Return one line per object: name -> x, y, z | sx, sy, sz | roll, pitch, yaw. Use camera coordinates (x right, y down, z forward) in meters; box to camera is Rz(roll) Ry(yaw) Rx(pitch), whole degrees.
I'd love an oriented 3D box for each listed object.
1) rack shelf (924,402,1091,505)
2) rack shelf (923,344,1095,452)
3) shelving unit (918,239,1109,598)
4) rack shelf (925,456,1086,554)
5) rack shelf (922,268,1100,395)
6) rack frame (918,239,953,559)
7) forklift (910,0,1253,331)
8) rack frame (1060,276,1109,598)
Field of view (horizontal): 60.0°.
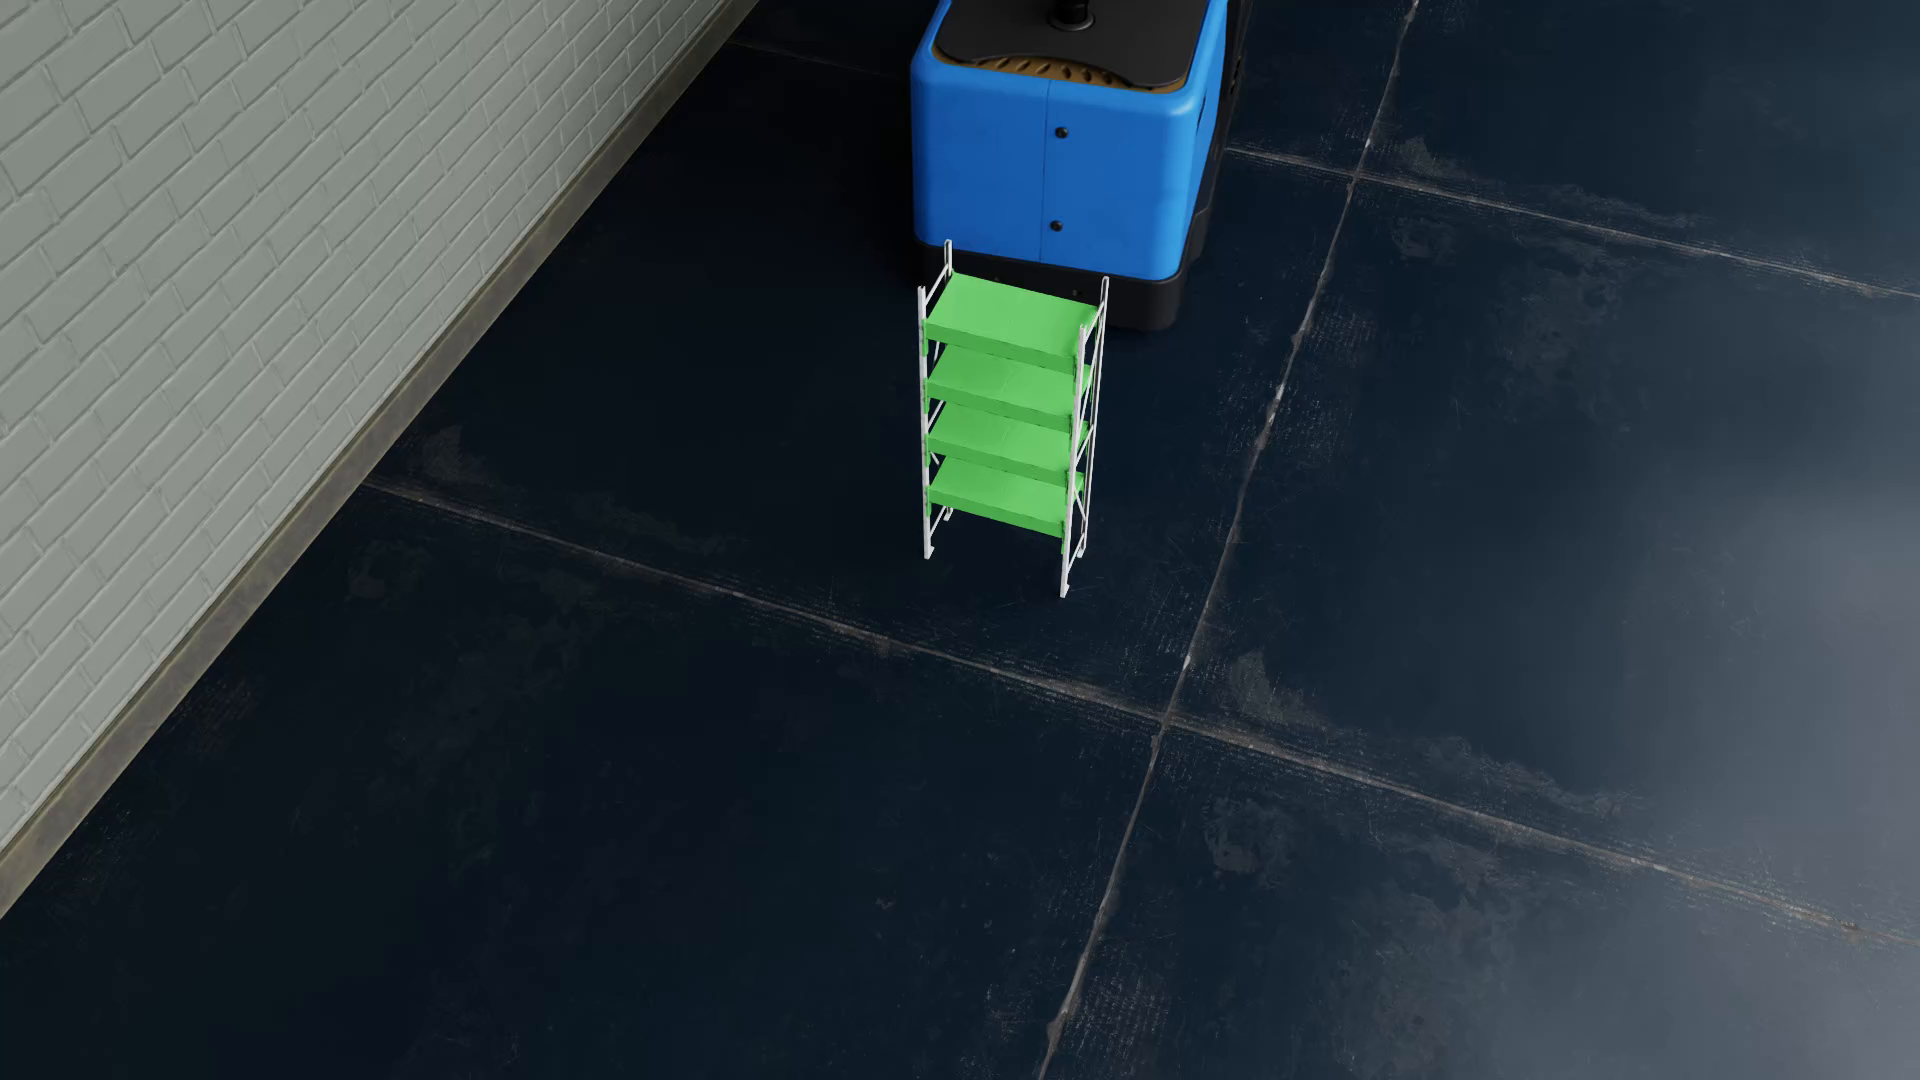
rack shelf -> 0.155, -0.308, 5.307 | 0.480, 0.148, 0.258 | 16, 51, 13
rack shelf -> 0.155, -0.465, 5.126 | 0.480, 0.148, 0.258 | 16, 51, 13
shelving unit -> 0.155, -0.350, 5.259 | 0.503, 1.200, 0.258 | 16, 51, 13
rack shelf -> 0.155, -0.151, 5.489 | 0.480, 0.148, 0.258 | 16, 51, 13
rack shelf -> 0.155, -0.622, 4.945 | 0.480, 0.148, 0.258 | 16, 51, 13
rack frame -> -0.074, -0.414, 5.314 | 0.015, 1.200, 0.240 | 16, 51, 13
forklift -> 0.663, -2.897, 6.321 | 1.130, 2.935, 3.031 | 11, 50, 9
rack frame -> 0.384, -0.286, 5.204 | 0.015, 1.200, 0.240 | 16, 51, 13
